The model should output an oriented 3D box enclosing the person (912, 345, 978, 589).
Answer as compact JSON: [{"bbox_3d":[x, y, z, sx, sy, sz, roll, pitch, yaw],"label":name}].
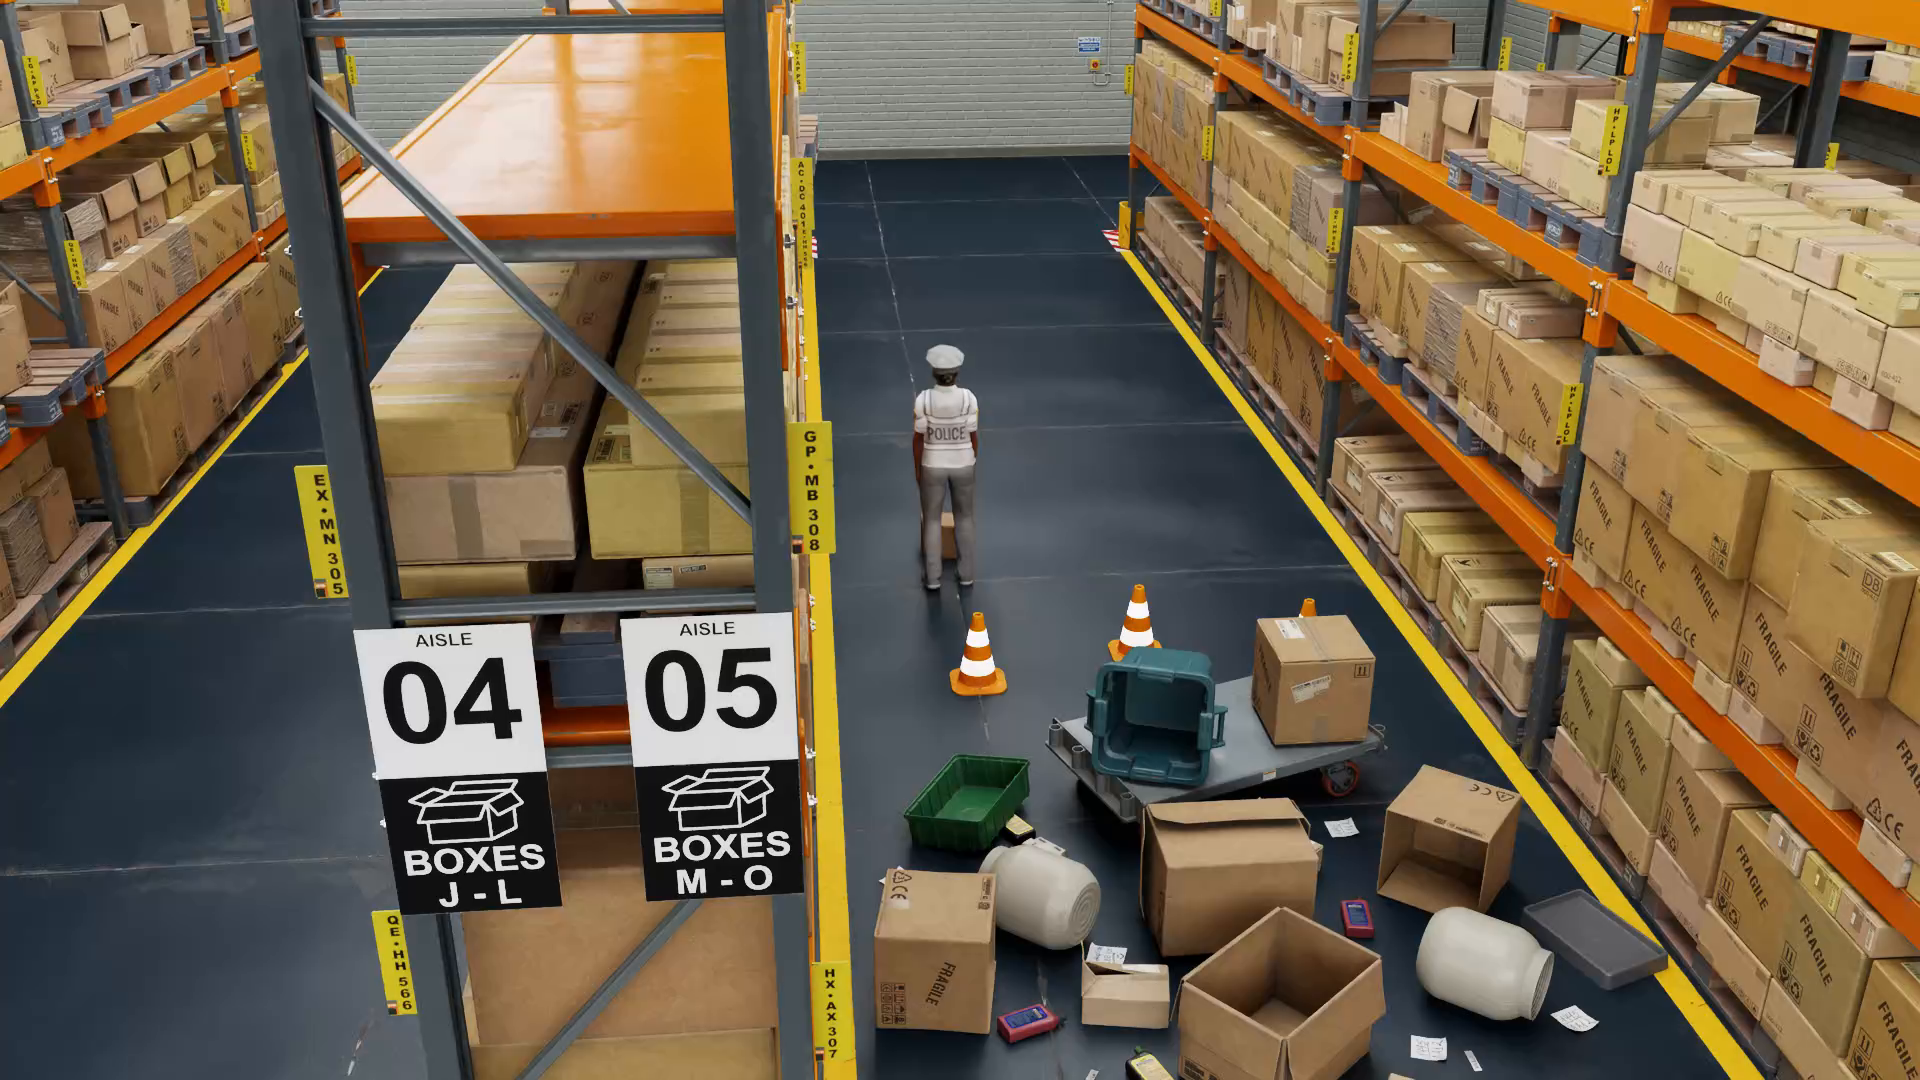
[{"bbox_3d":[-0.101,-0.479,11.182,0.435,1.695,0.348,-2,24,-4],"label":"person"}]
